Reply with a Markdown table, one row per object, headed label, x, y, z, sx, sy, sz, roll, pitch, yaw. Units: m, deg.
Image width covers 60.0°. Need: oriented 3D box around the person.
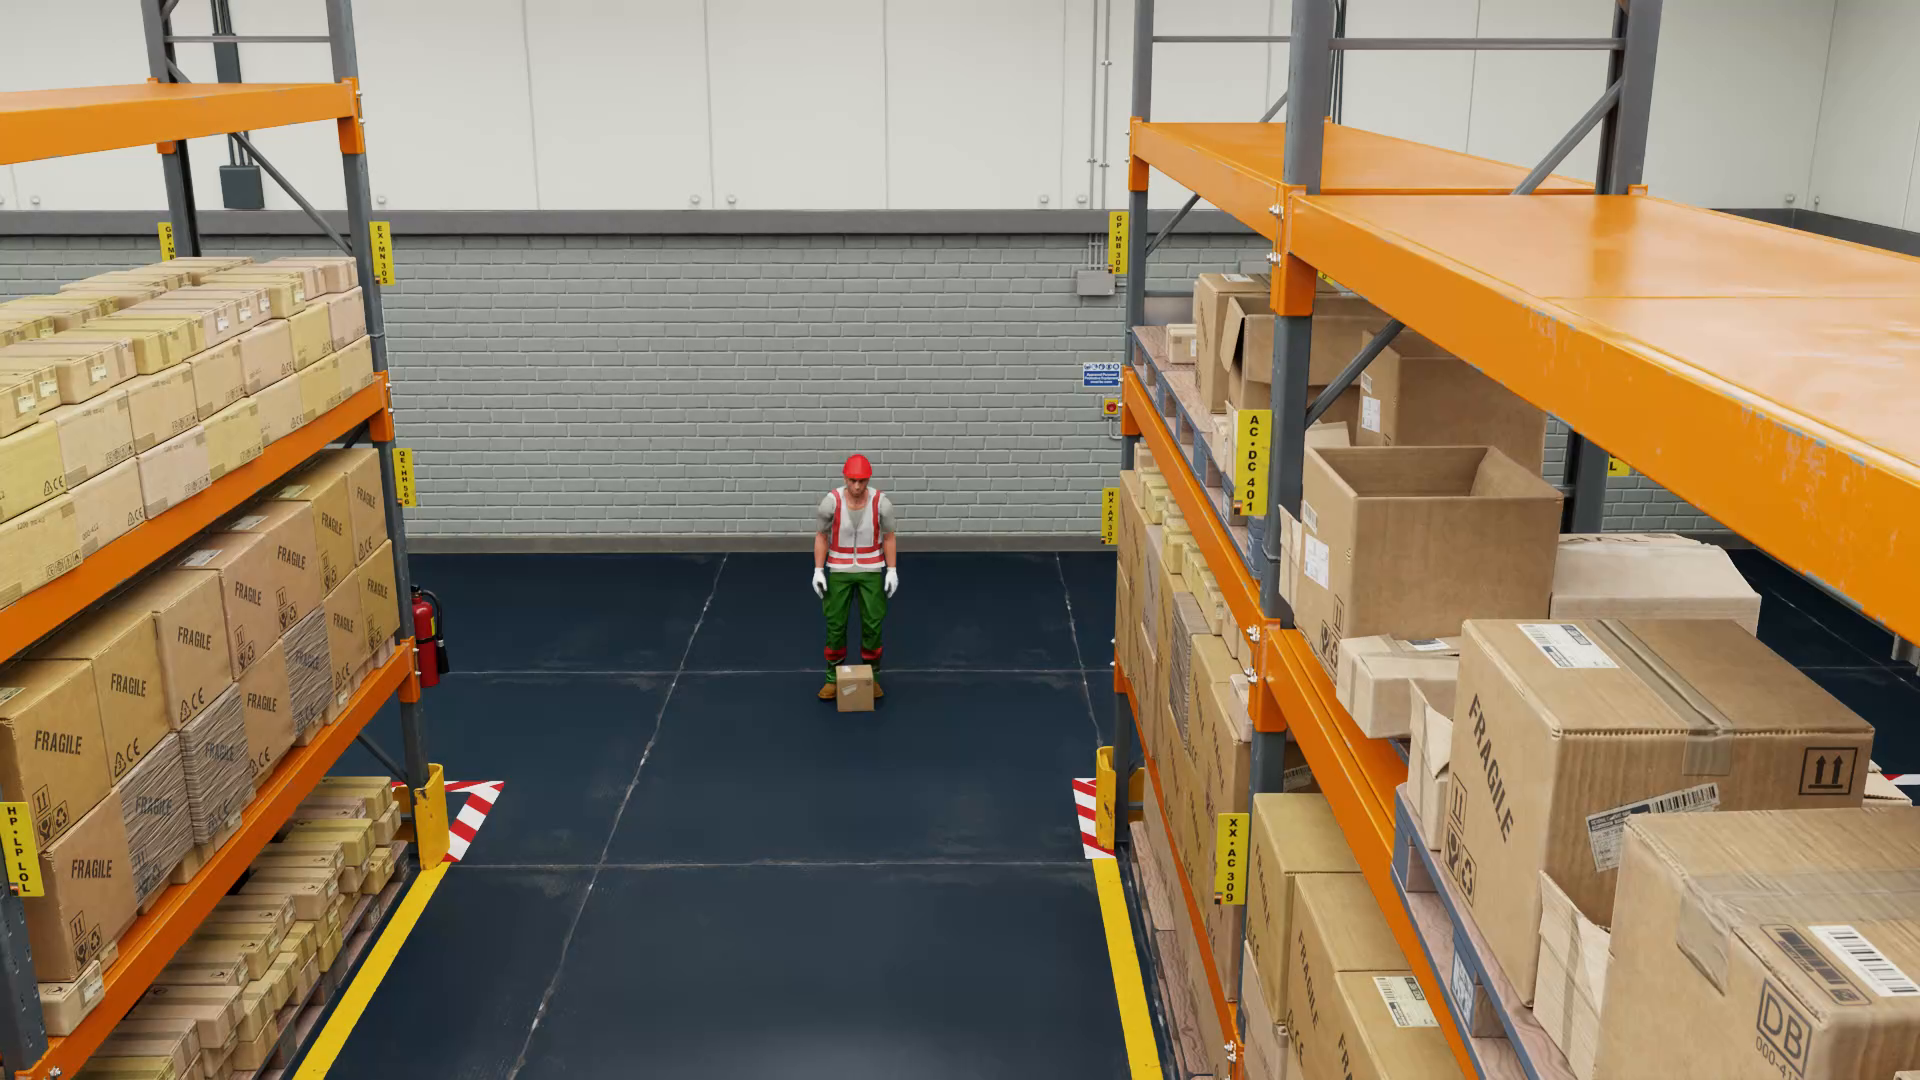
| label | x | y | z | sx | sy | sz | roll | pitch | yaw |
| --- | --- | --- | --- | --- | --- | --- | --- | --- | --- |
| person | -0.735 | 0.249 | 11.704 | 0.608 | 1.777 | 0.453 | -1 | 17 | -3 |
